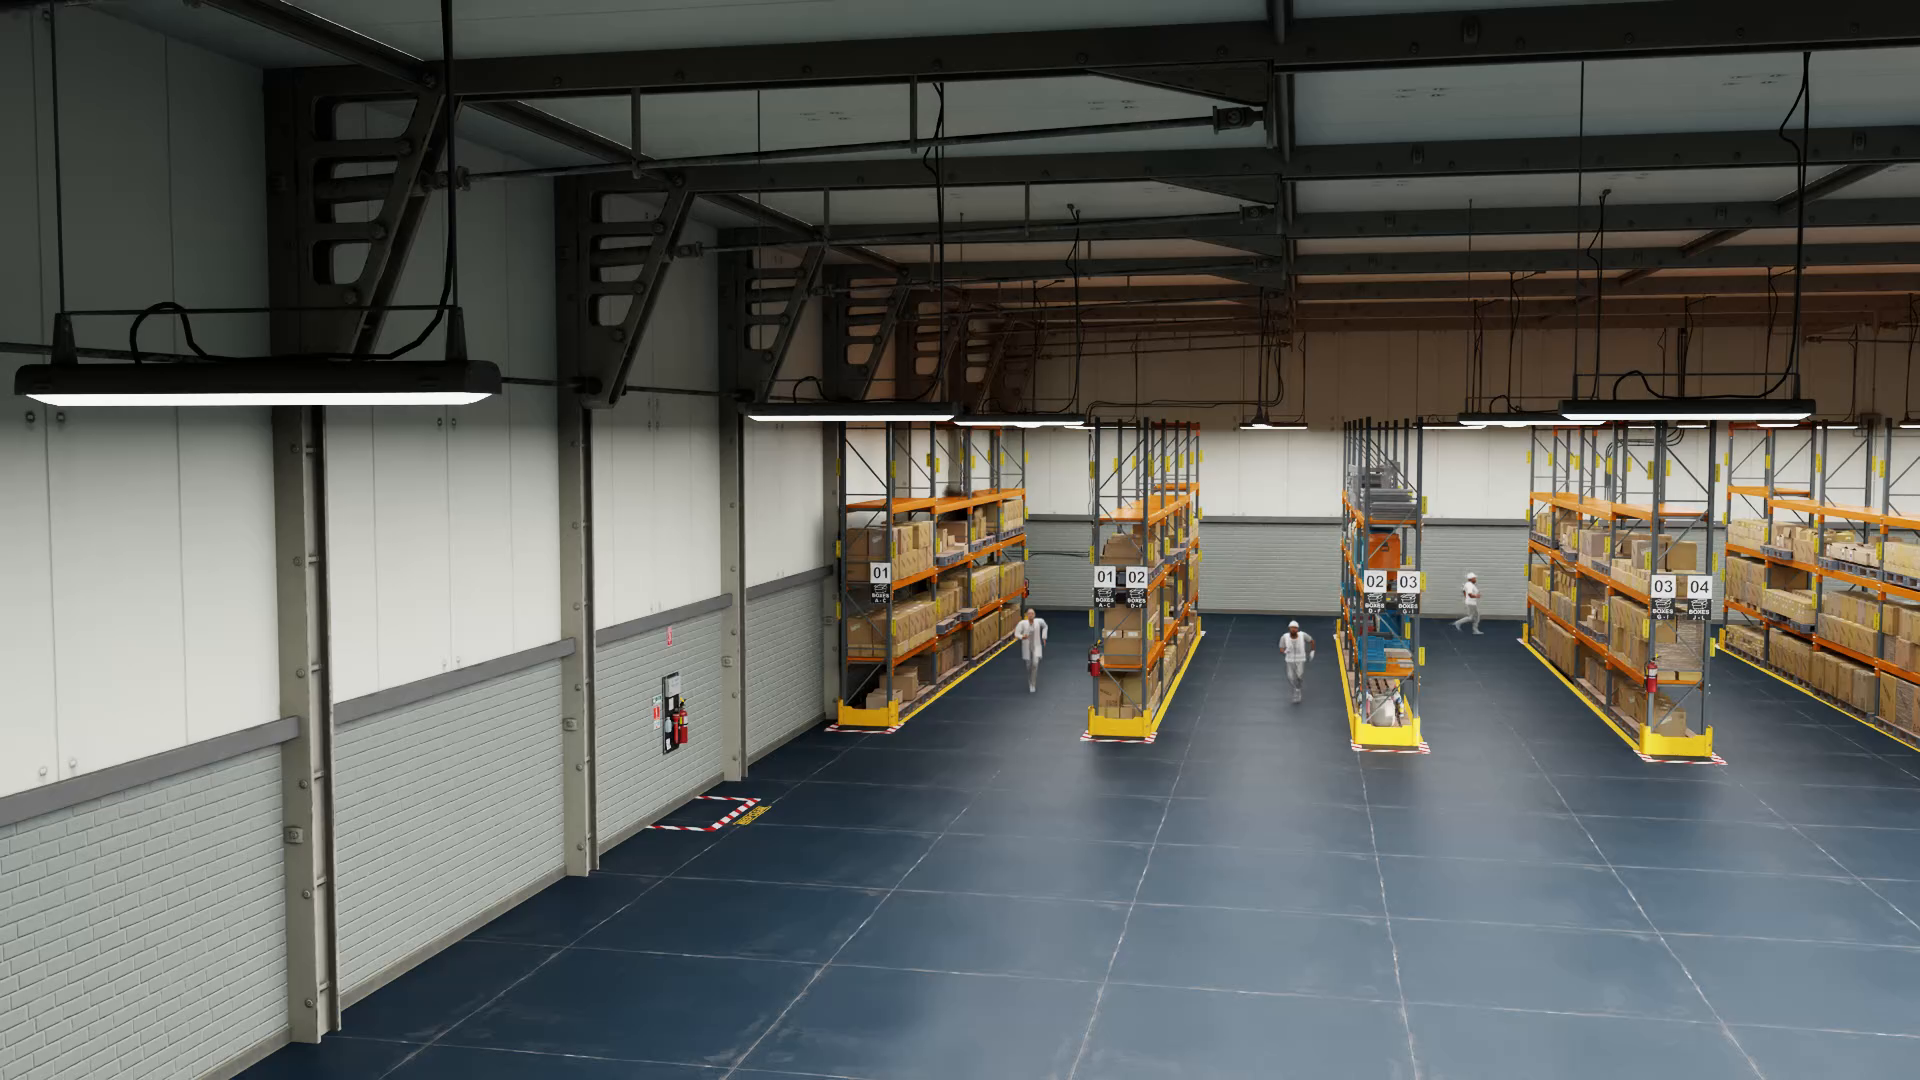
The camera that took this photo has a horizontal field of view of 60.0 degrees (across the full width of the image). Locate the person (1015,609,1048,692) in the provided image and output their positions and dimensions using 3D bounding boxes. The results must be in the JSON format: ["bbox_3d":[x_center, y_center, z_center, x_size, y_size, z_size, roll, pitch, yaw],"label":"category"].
[{"bbox_3d":[1.587,2.450,37.054,0.738,1.854,0.971,0,4,1],"label":"person"}]

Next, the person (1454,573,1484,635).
[{"bbox_3d":[14.383,1.802,46.920,0.822,1.741,0.715,1,4,17],"label":"person"}]

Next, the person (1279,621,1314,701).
[{"bbox_3d":[7.081,2.569,35.030,0.726,1.721,0.728,1,4,15],"label":"person"}]
